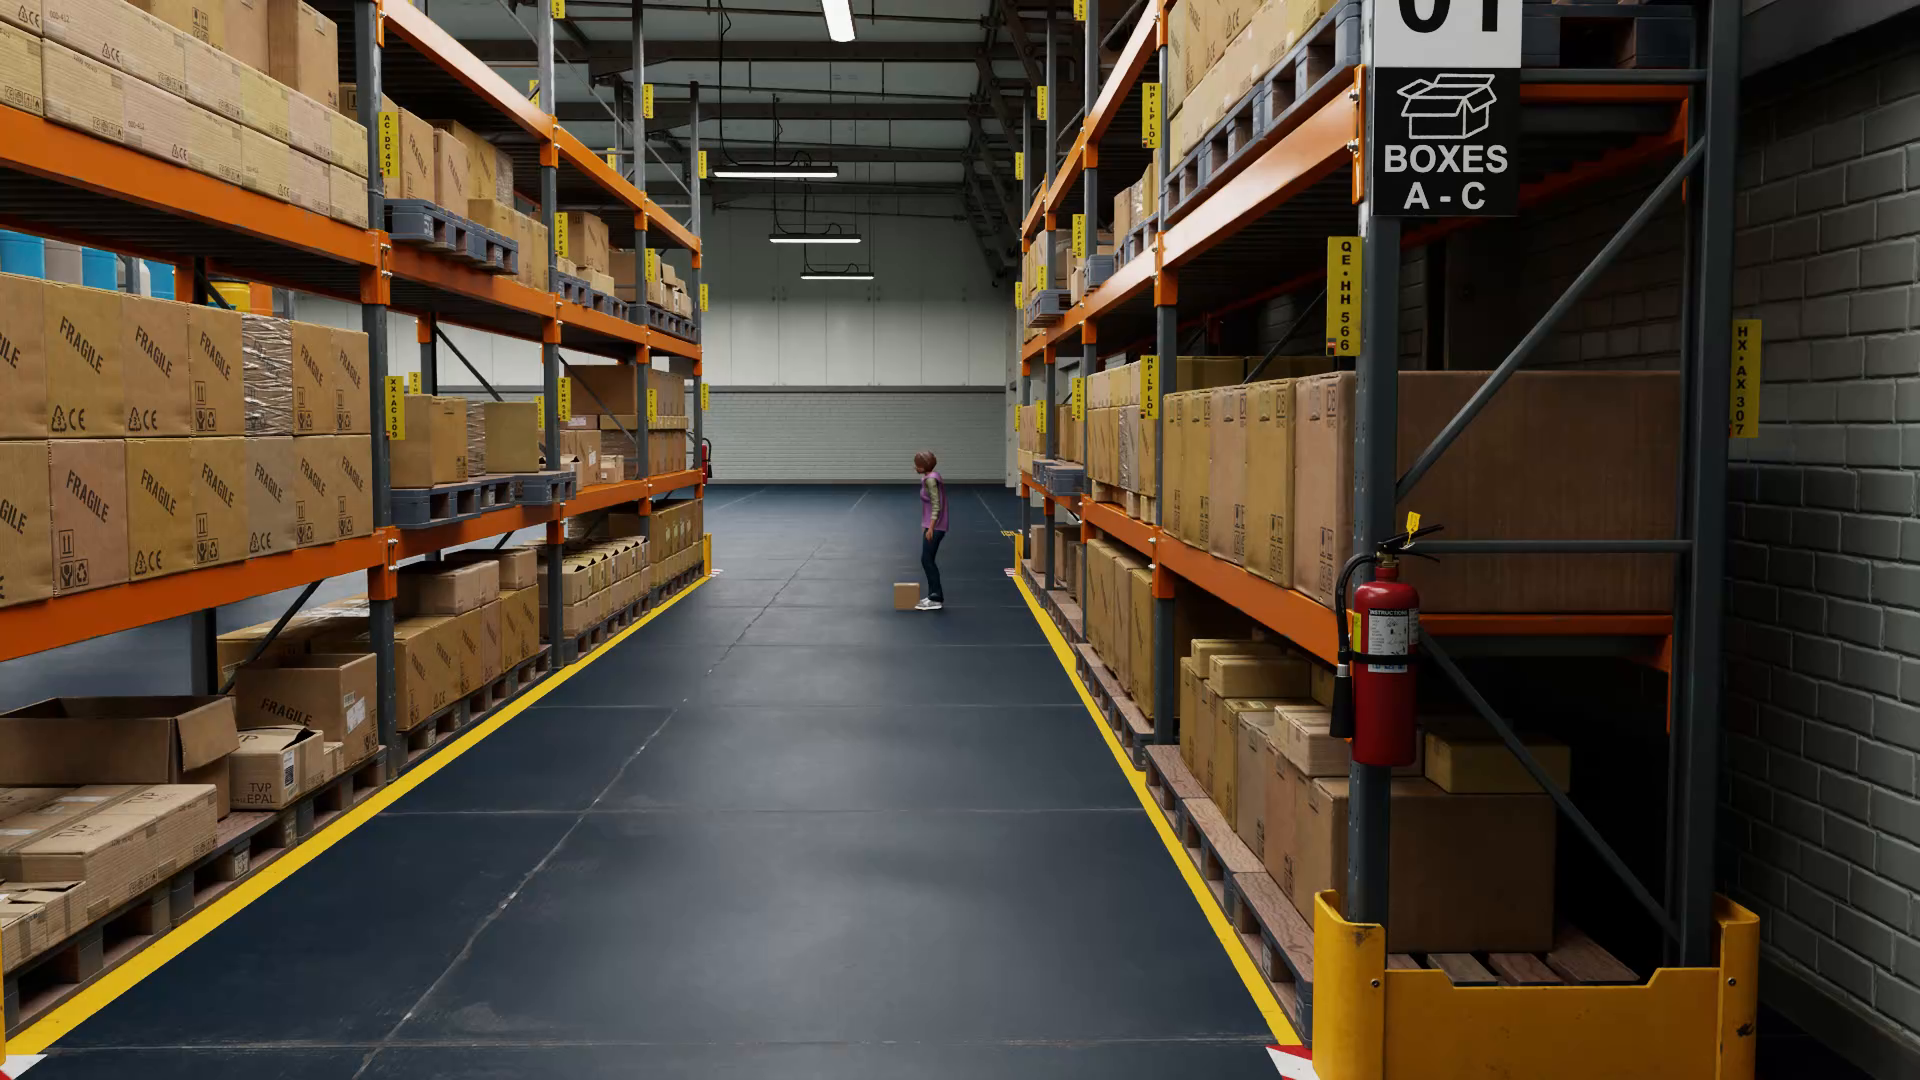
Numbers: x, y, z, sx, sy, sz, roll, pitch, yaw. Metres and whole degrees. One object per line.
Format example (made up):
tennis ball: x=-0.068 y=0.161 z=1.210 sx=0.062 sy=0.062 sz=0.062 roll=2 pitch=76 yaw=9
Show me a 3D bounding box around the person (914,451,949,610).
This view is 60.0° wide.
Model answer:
person: x=-0.290 y=-0.102 z=16.723 sx=0.345 sy=1.592 sz=0.477 roll=0 pitch=4 yaw=-5
